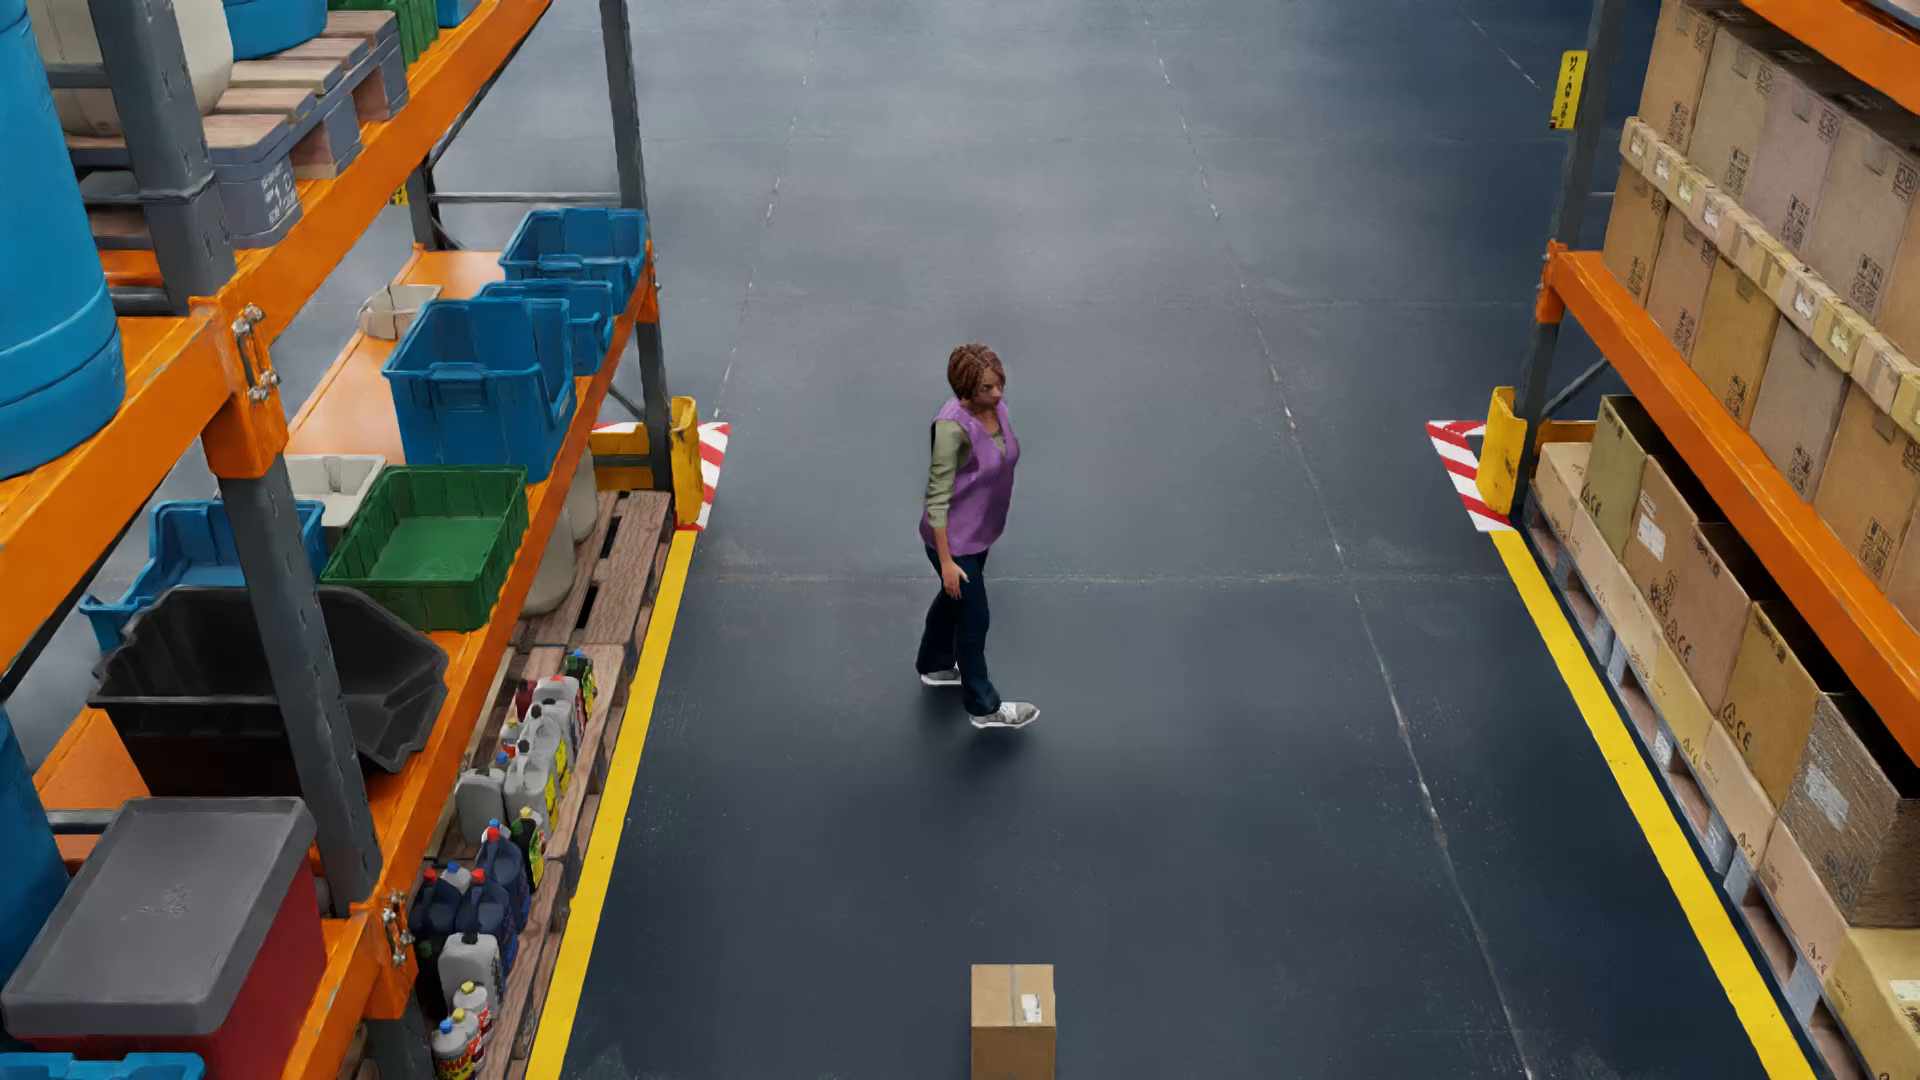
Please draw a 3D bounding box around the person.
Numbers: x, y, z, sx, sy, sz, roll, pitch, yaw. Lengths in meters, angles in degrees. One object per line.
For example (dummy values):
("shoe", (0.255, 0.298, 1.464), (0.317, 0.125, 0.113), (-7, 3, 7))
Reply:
("person", (0.044, 0.000, 6.128), (0.545, 1.592, 0.524), (13, 34, 20))
